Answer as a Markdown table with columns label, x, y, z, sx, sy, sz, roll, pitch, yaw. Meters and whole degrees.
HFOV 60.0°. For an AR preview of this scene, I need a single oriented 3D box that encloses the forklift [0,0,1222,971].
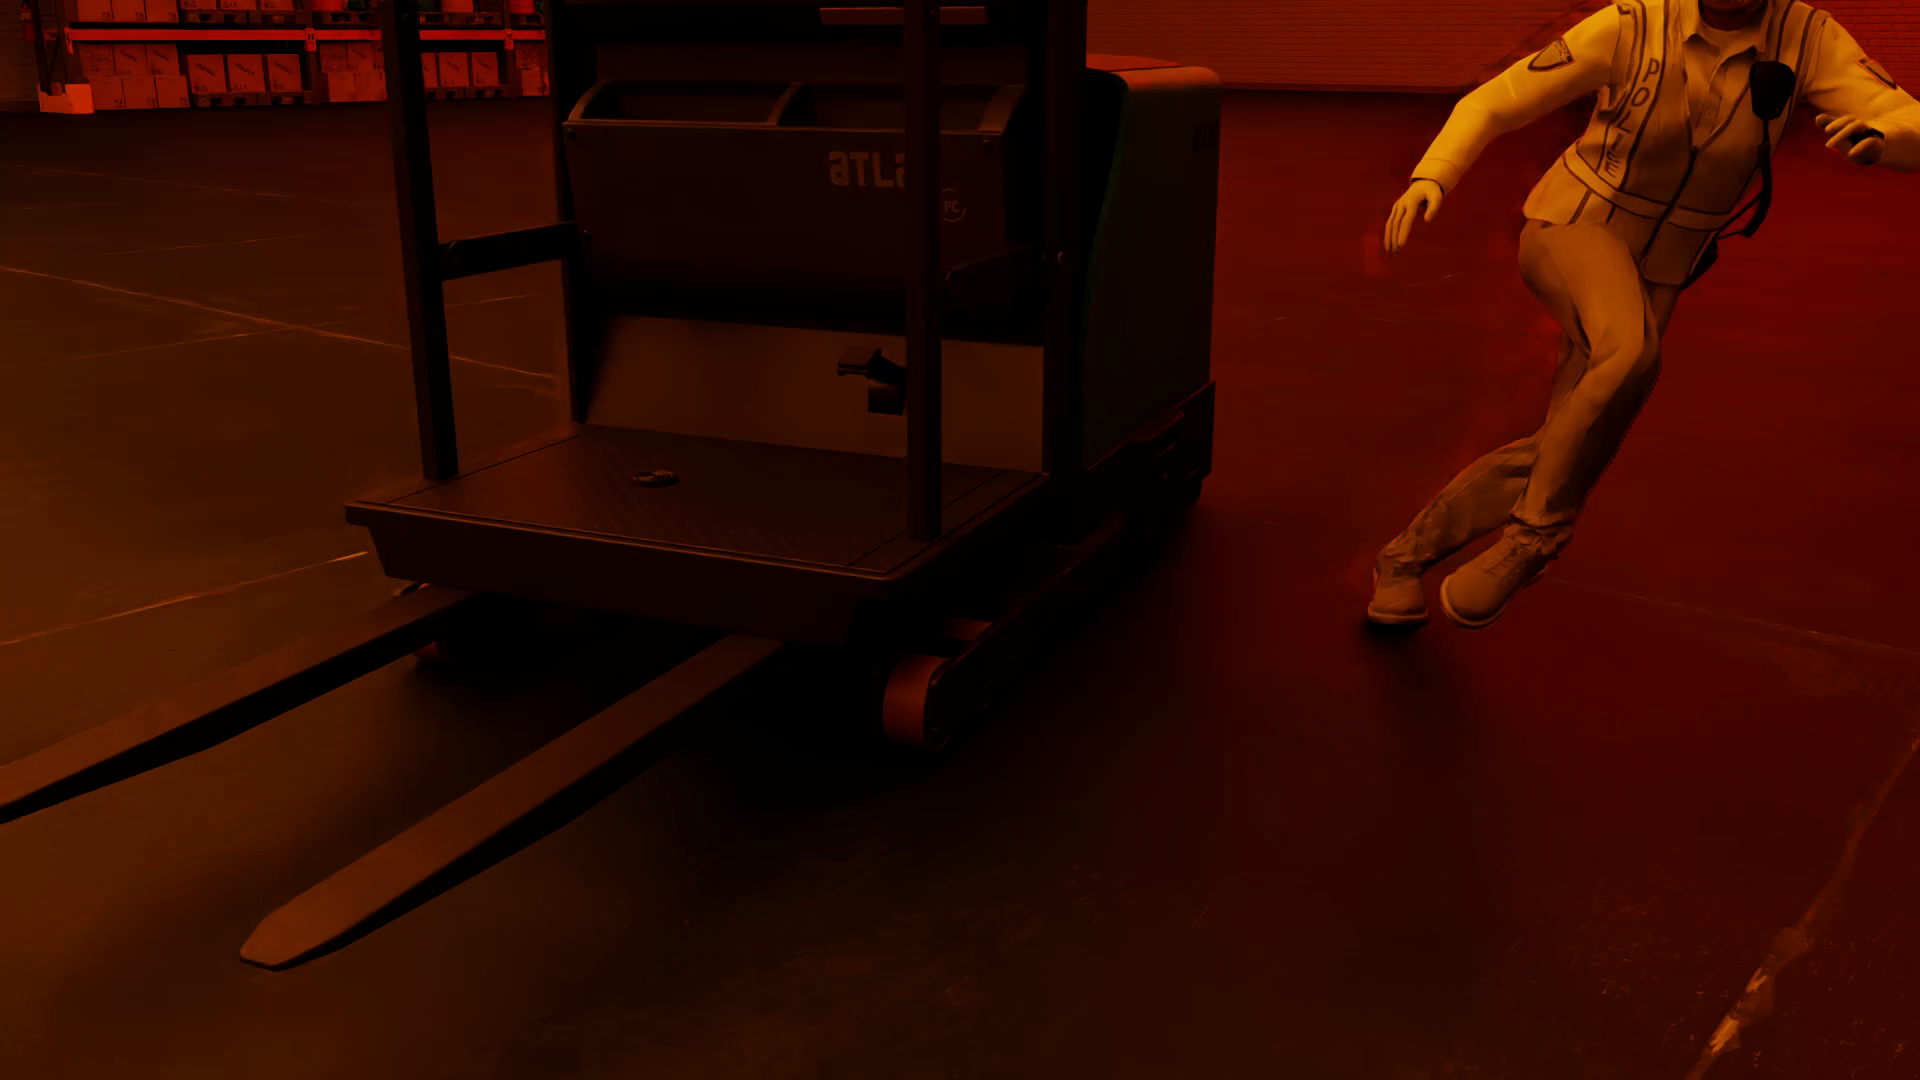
| label | x | y | z | sx | sy | sz | roll | pitch | yaw |
| --- | --- | --- | --- | --- | --- | --- | --- | --- | --- |
| forklift | -0.406 | -1.189 | 2.813 | 1.130 | 2.935 | 3.031 | 7 | 18 | 22 |

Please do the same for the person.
| label | x | y | z | sx | sy | sz | roll | pitch | yaw |
| --- | --- | --- | --- | --- | --- | --- | --- | --- | --- |
| person | 1.223 | -0.483 | 3.051 | 0.908 | 1.434 | 0.822 | -1 | 17 | -5 |
